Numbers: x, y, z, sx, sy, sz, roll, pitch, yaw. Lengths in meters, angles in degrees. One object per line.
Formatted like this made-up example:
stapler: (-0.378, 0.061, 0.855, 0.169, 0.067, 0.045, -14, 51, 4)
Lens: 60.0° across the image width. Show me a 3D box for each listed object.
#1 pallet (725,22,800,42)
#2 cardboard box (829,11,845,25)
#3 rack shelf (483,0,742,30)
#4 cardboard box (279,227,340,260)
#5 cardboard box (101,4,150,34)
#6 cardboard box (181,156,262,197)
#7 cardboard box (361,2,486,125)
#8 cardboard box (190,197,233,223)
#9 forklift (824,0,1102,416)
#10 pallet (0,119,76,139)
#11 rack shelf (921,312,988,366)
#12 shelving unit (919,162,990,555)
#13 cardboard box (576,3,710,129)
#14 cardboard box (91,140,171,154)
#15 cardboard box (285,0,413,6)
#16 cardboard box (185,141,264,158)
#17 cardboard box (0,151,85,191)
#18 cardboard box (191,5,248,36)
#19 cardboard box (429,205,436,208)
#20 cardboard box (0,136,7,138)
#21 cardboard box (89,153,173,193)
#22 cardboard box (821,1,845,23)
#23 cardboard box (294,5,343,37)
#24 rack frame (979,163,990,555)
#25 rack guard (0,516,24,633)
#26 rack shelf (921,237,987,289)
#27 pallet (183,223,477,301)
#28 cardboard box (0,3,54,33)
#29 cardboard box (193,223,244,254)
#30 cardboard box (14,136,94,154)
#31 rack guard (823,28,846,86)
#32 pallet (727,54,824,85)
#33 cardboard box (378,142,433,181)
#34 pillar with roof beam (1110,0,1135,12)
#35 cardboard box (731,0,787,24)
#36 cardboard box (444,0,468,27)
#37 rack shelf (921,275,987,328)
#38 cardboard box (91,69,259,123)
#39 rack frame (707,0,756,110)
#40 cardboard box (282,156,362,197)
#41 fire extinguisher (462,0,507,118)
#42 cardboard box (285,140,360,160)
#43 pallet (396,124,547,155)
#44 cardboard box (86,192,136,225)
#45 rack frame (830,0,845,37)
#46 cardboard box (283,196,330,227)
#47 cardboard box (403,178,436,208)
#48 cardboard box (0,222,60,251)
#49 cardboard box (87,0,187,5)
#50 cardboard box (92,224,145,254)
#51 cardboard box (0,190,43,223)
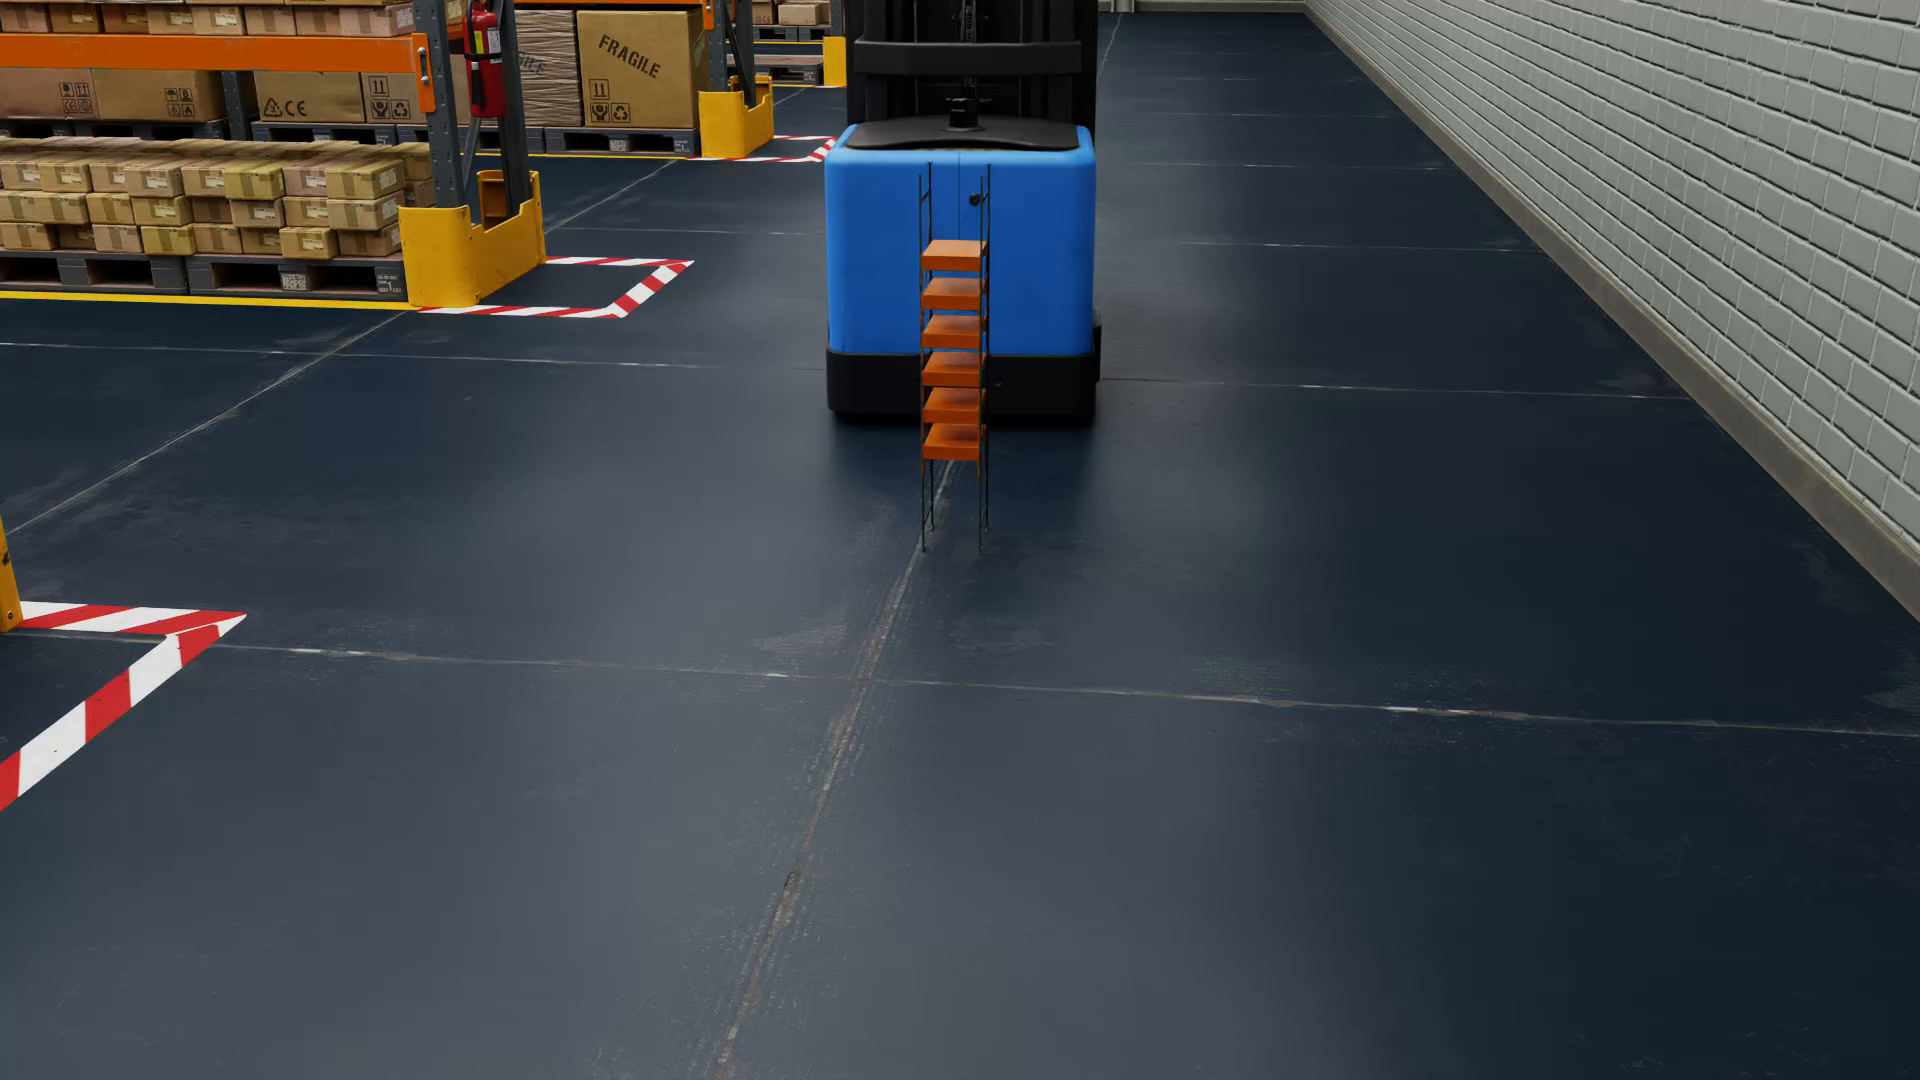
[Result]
pallet: (-2.724, -6.999, 22.857, 1.213, 0.211, 1.003, 2, 22, 6)
cardboard box: (-1.609, -7.076, 22.513, 0.250, 0.166, 0.380, 2, 22, 6)
rack shelf: (-3.804, -4.340, 13.317, 4.000, 0.370, 1.077, 2, 22, 6)
cardboard box: (-3.316, -1.572, 8.643, 0.250, 0.149, 0.380, 3, 22, 8)
cardboard box: (-4.128, -2.664, 8.439, 0.250, 0.149, 0.380, 2, 22, 4)
cardboard box: (-3.822, -1.889, 8.636, 0.250, 0.149, 0.380, 2, 22, 4)
cardboard box: (-4.250, -3.872, 13.472, 0.875, 0.875, 0.875, 2, 22, 6)
cardboard box: (-3.831, -1.779, 8.762, 0.250, 0.149, 0.380, 2, 22, 6)
forklift: (0.060, -2.339, 7.370, 1.130, 2.935, 3.031, 1, 22, 2)
pallet: (-7.780, -3.522, 14.062, 1.213, 0.211, 1.003, 2, 22, 6)
rack shelf: (-0.014, -0.629, 5.193, 0.180, 0.103, 0.258, 2, 22, 6)
shelving unit: (-0.014, -0.559, 5.221, 0.189, 1.200, 0.258, 2, 22, 6)
cardboard box: (-2.463, -3.794, 13.275, 0.875, 0.875, 0.875, 2, 22, 6)
cardboard box: (-4.552, -2.100, 9.170, 0.250, 0.149, 0.380, 3, 22, 6)
cardboard box: (-2.978, -2.892, 8.134, 0.500, 0.500, 0.500, 3, 22, 7)
cardboard box: (-4.035, -2.096, 9.159, 0.250, 0.149, 0.380, 3, 22, 8)
cardboard box: (-4.848, -1.958, 8.811, 0.250, 0.149, 0.380, 2, 22, 4)
cardboard box: (-3.608, -2.608, 8.299, 0.250, 0.149, 0.380, 3, 22, 8)
cardboard box: (-2.984, -1.791, 9.196, 0.250, 0.149, 0.380, 3, 22, 7)
cardboard box: (-5.584, -2.176, 9.361, 0.250, 0.149, 0.380, 2, 22, 6)
cardboard box: (-4.344, -1.932, 8.745, 0.250, 0.149, 0.380, 2, 22, 4)
cardboard box: (-1.651, -7.280, 22.914, 0.500, 0.250, 0.500, 2, 22, 6)
cardboard box: (-3.101, -2.600, 8.279, 0.250, 0.149, 0.380, 2, 22, 6)
rack frame: (0.076, -0.555, 5.211, 0.006, 1.200, 0.240, 2, 22, 6)
rack guard: (-2.960, 0.193, 4.271, 0.348, 0.500, 1.175, 2, 22, 6)
rack shelf: (-0.014, -0.852, 5.105, 0.180, 0.103, 0.258, 2, 22, 6)
pallet: (-3.380, -1.536, 9.039, 1.213, 0.211, 1.003, 2, 22, 6)
cardboard box: (-4.646, -2.672, 8.461, 0.250, 0.149, 0.380, 3, 22, 8)
cardboard box: (-3.815, -1.621, 8.766, 0.250, 0.149, 0.380, 3, 22, 7)
cardboard box: (-5.055, -2.158, 9.316, 0.250, 0.149, 0.380, 1, 22, 4)
rack guard: (-1.209, -5.238, 18.009, 0.348, 0.500, 1.175, 2, 22, 6)
pallet: (-2.049, -5.150, 18.178, 1.213, 0.211, 1.003, 2, 22, 6)
cardboard box: (-2.982, -2.075, 9.105, 0.250, 0.149, 0.380, 2, 22, 4)
pillar with roof beam: (2.207, -11.431, 22.113, 0.400, 9.000, 9.100, 2, 22, 6)
cardboard box: (-2.754, -7.342, 22.729, 0.637, 0.503, 0.797, 2, 22, 6)
cardboard box: (-2.785, -2.799, 8.780, 0.250, 0.149, 0.380, 2, 22, 6)
rack shelf: (-0.014, -0.740, 5.149, 0.180, 0.103, 0.258, 2, 22, 6)
cardboard box: (-6.428, -3.989, 13.768, 0.875, 0.875, 1.225, 3, 22, 6)
rack frame: (-1.818, -4.588, 12.966, 0.127, 3.000, 1.000, 2, 22, 6)
cardboard box: (-3.300, -1.890, 8.638, 0.250, 0.149, 0.380, 3, 22, 7)
fire extinguisher: (-2.306, -2.393, 8.025, 0.183, 0.674, 0.296, 2, 22, 6)
cardboard box: (-3.505, -2.100, 9.170, 0.250, 0.149, 0.380, 2, 22, 6)
pallet: (-3.829, -3.351, 13.629, 1.213, 0.211, 1.003, 2, 22, 6)
cardboard box: (-4.344, -1.766, 8.728, 0.250, 0.149, 0.380, 4, 22, 9)
rack frame: (-1.235, -6.397, 17.540, 0.127, 3.000, 1.000, 2, 22, 6)
cardboard box: (-3.313, -1.739, 8.661, 0.250, 0.149, 0.380, 2, 22, 5)
cardboard box: (-2.992, -1.906, 9.083, 0.250, 0.149, 0.380, 3, 22, 9)
cardboard box: (-4.857, -1.650, 8.840, 0.250, 0.149, 0.380, 2, 22, 5)
cardboard box: (-3.994, -2.935, 8.242, 0.500, 0.500, 0.500, 3, 22, 6)
cardboard box: (-4.345, -1.628, 8.785, 0.250, 0.149, 0.380, 3, 22, 7)
cardboard box: (-4.862, -1.787, 8.783, 0.250, 0.149, 0.380, 2, 22, 6)
